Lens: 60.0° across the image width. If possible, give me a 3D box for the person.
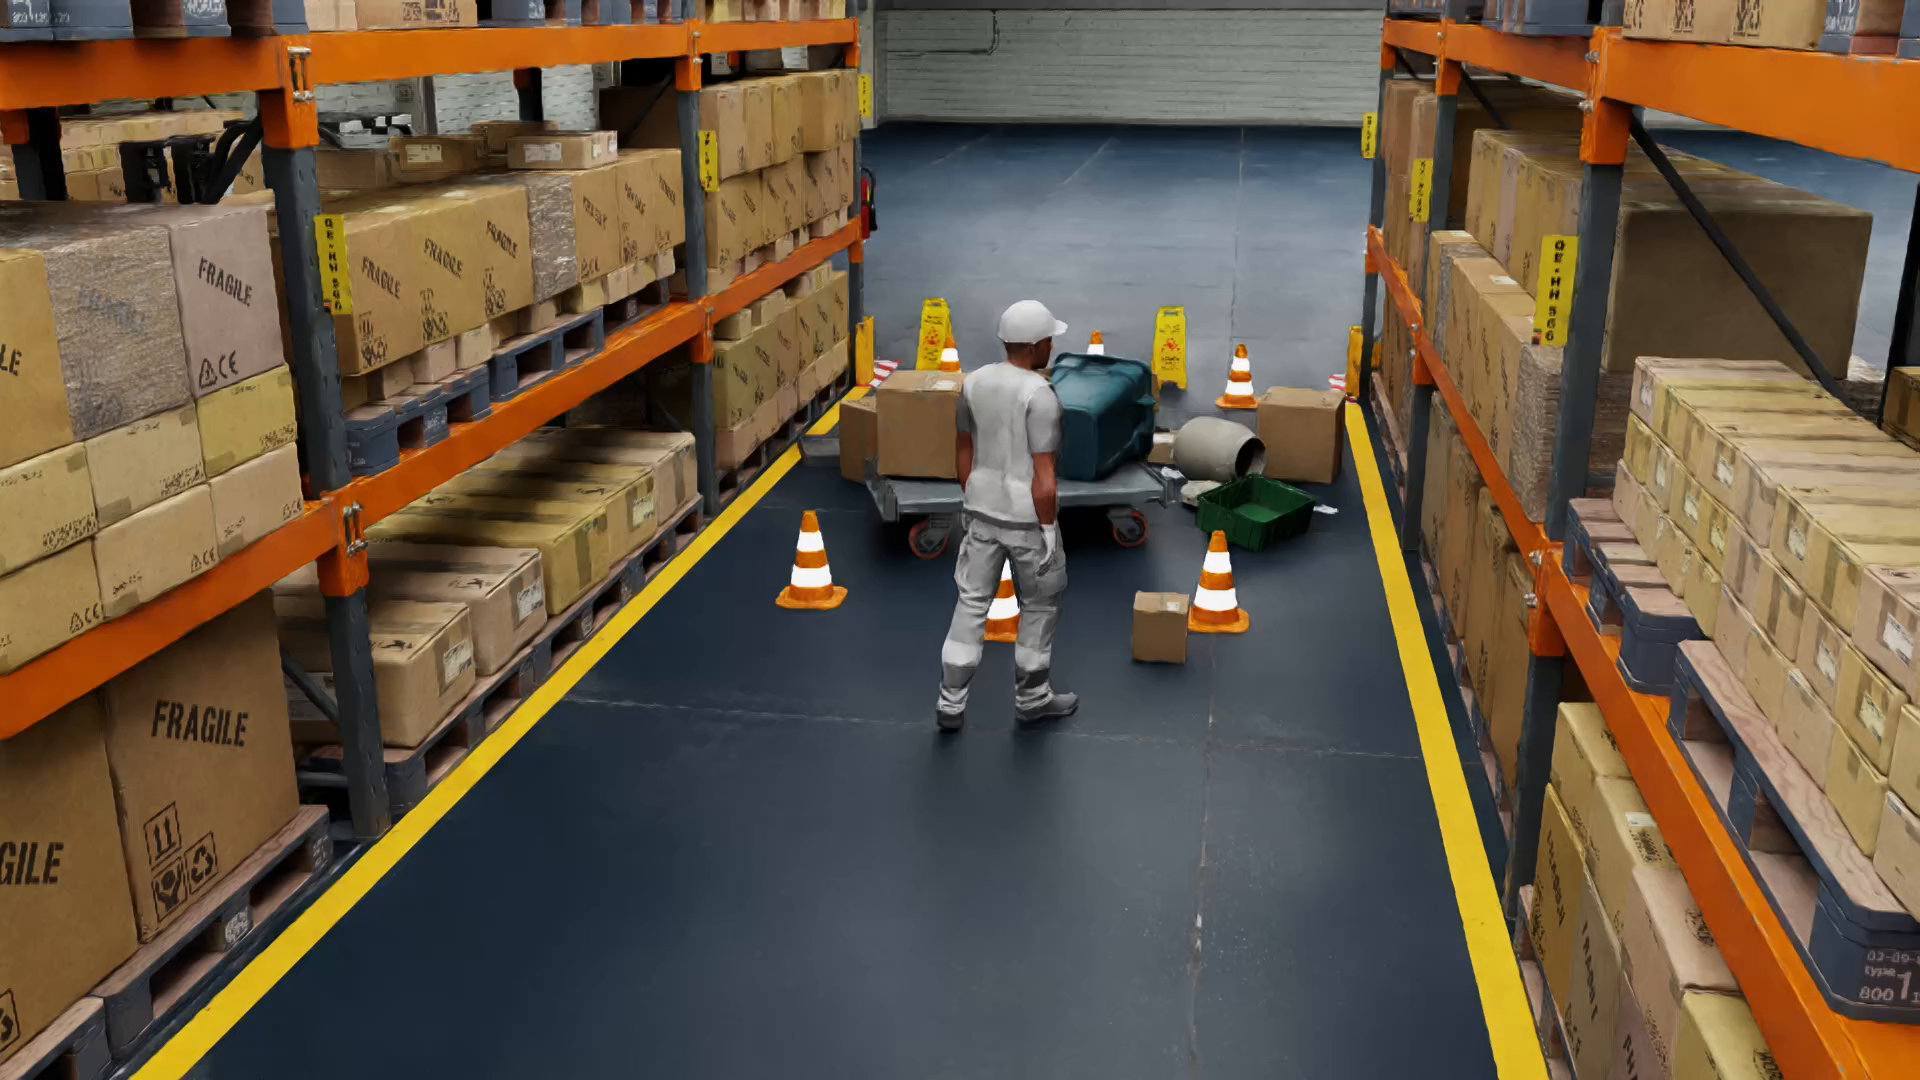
[{"bbox_3d":[0.202,-0.090,6.791,0.581,1.788,0.600,14,22,37],"label":"person"}]
